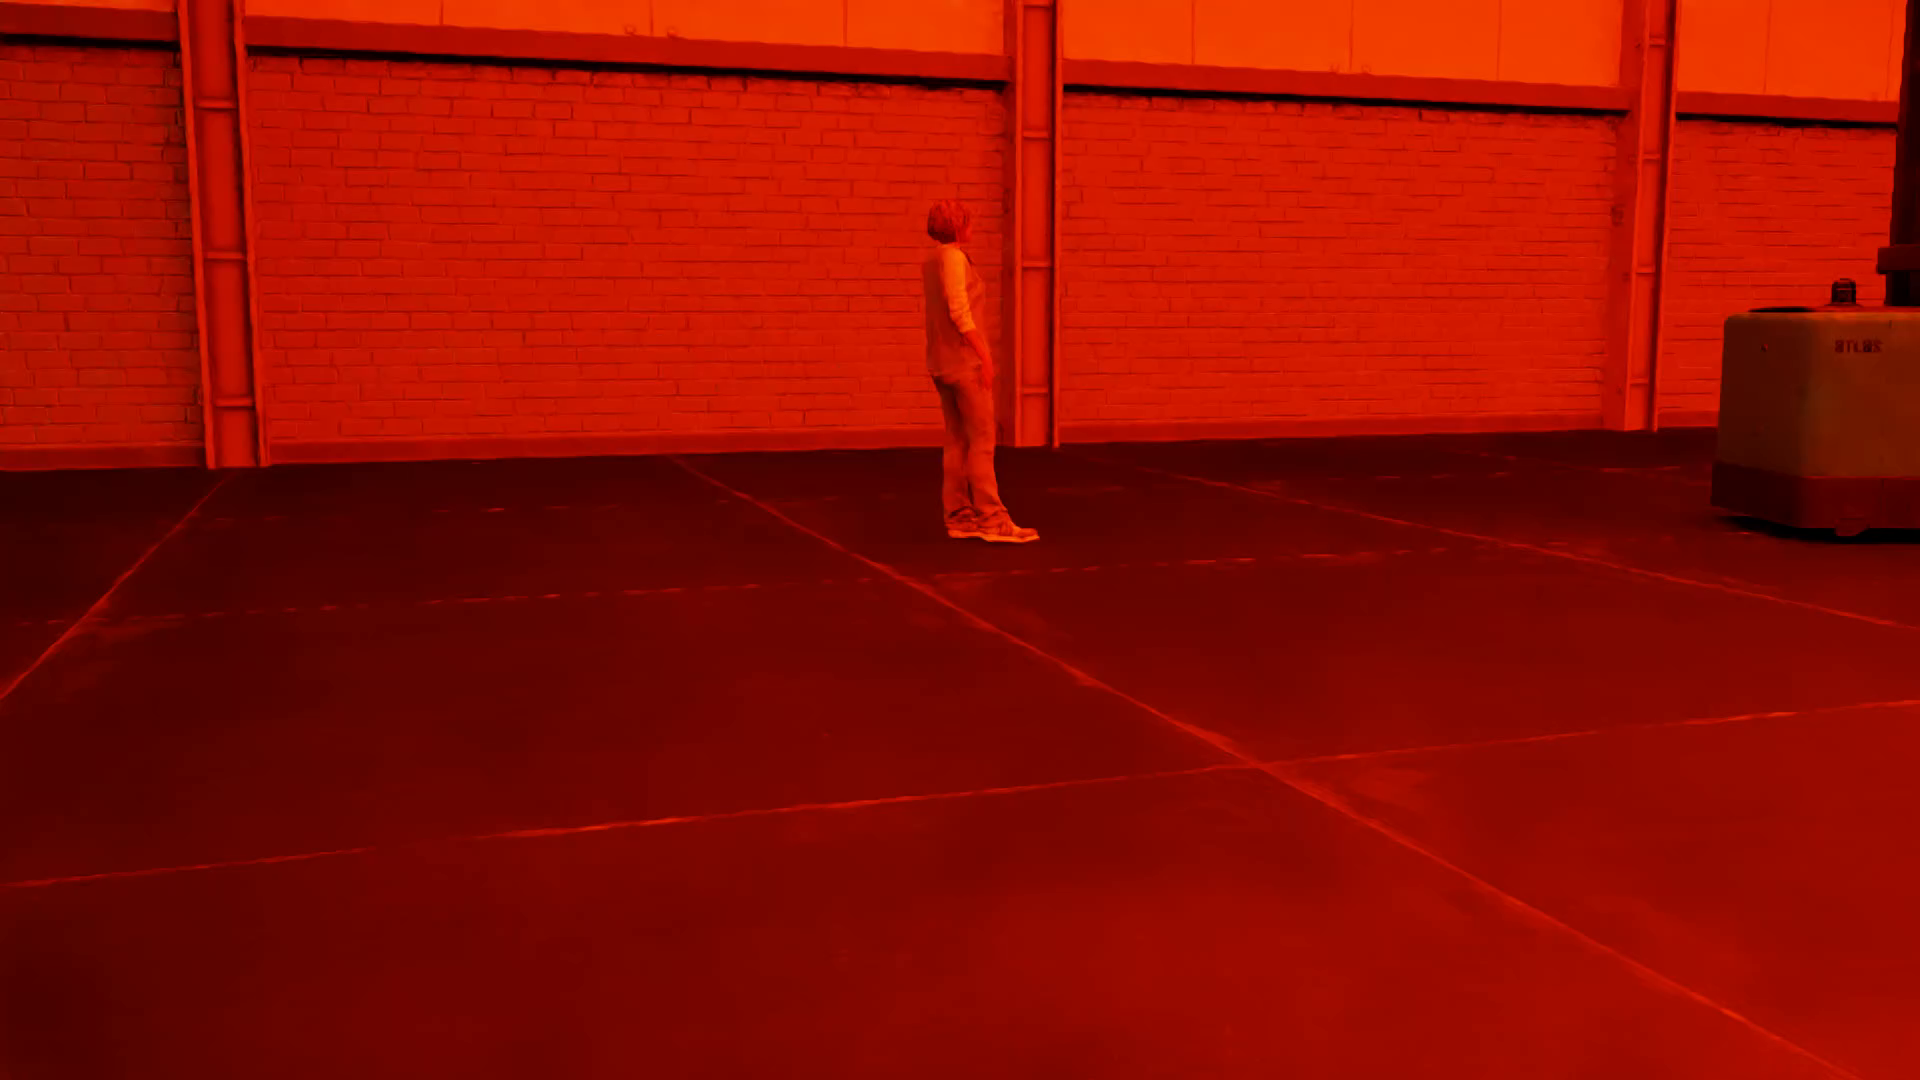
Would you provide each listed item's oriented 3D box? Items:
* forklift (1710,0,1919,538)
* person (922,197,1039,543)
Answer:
[{"bbox_3d":[5.447,-1.501,8.083,3.031,2.935,1.130,0,8,1],"label":"forklift"},{"bbox_3d":[0.075,-0.799,7.826,0.474,1.597,0.521,-3,8,-18],"label":"person"}]
